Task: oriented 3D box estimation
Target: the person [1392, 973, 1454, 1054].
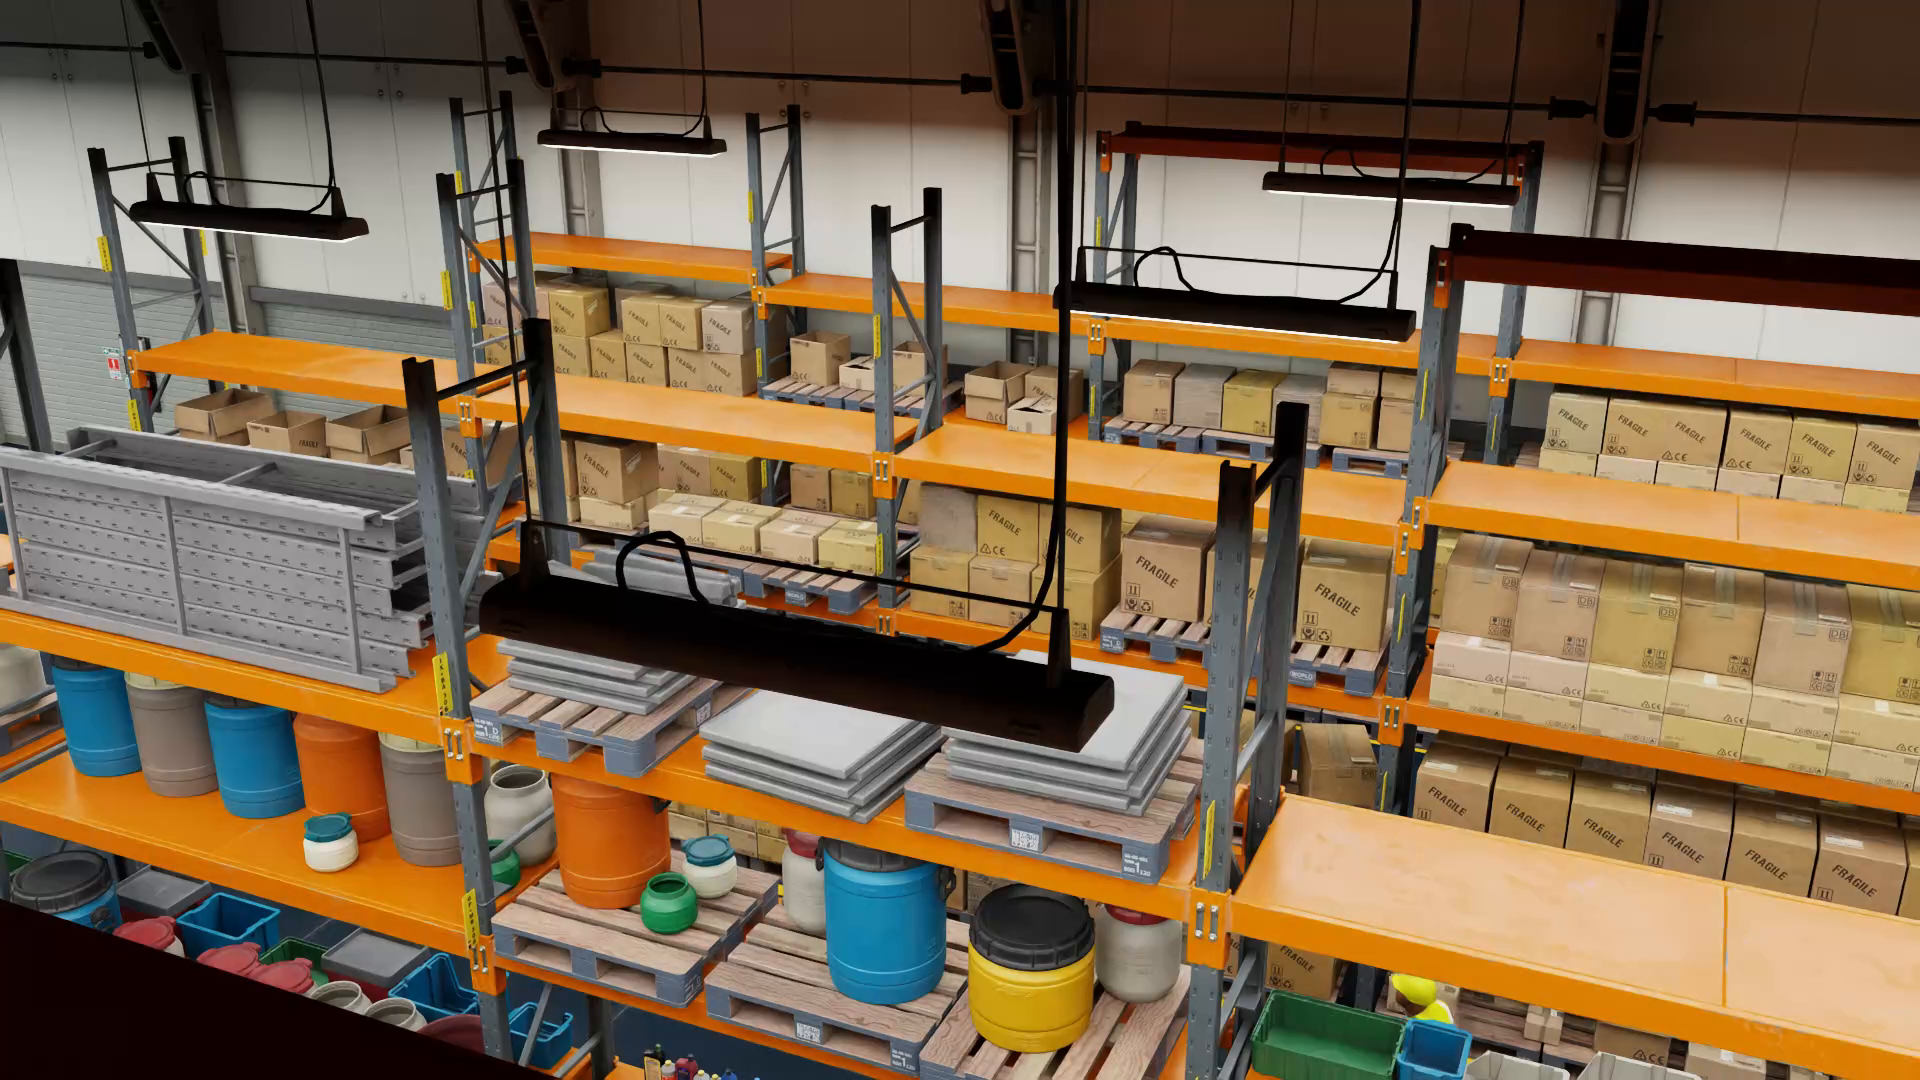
[{"bbox_3d":[3.041,3.580,10.772,0.684,1.673,0.740,13,24,31],"label":"person"}]
